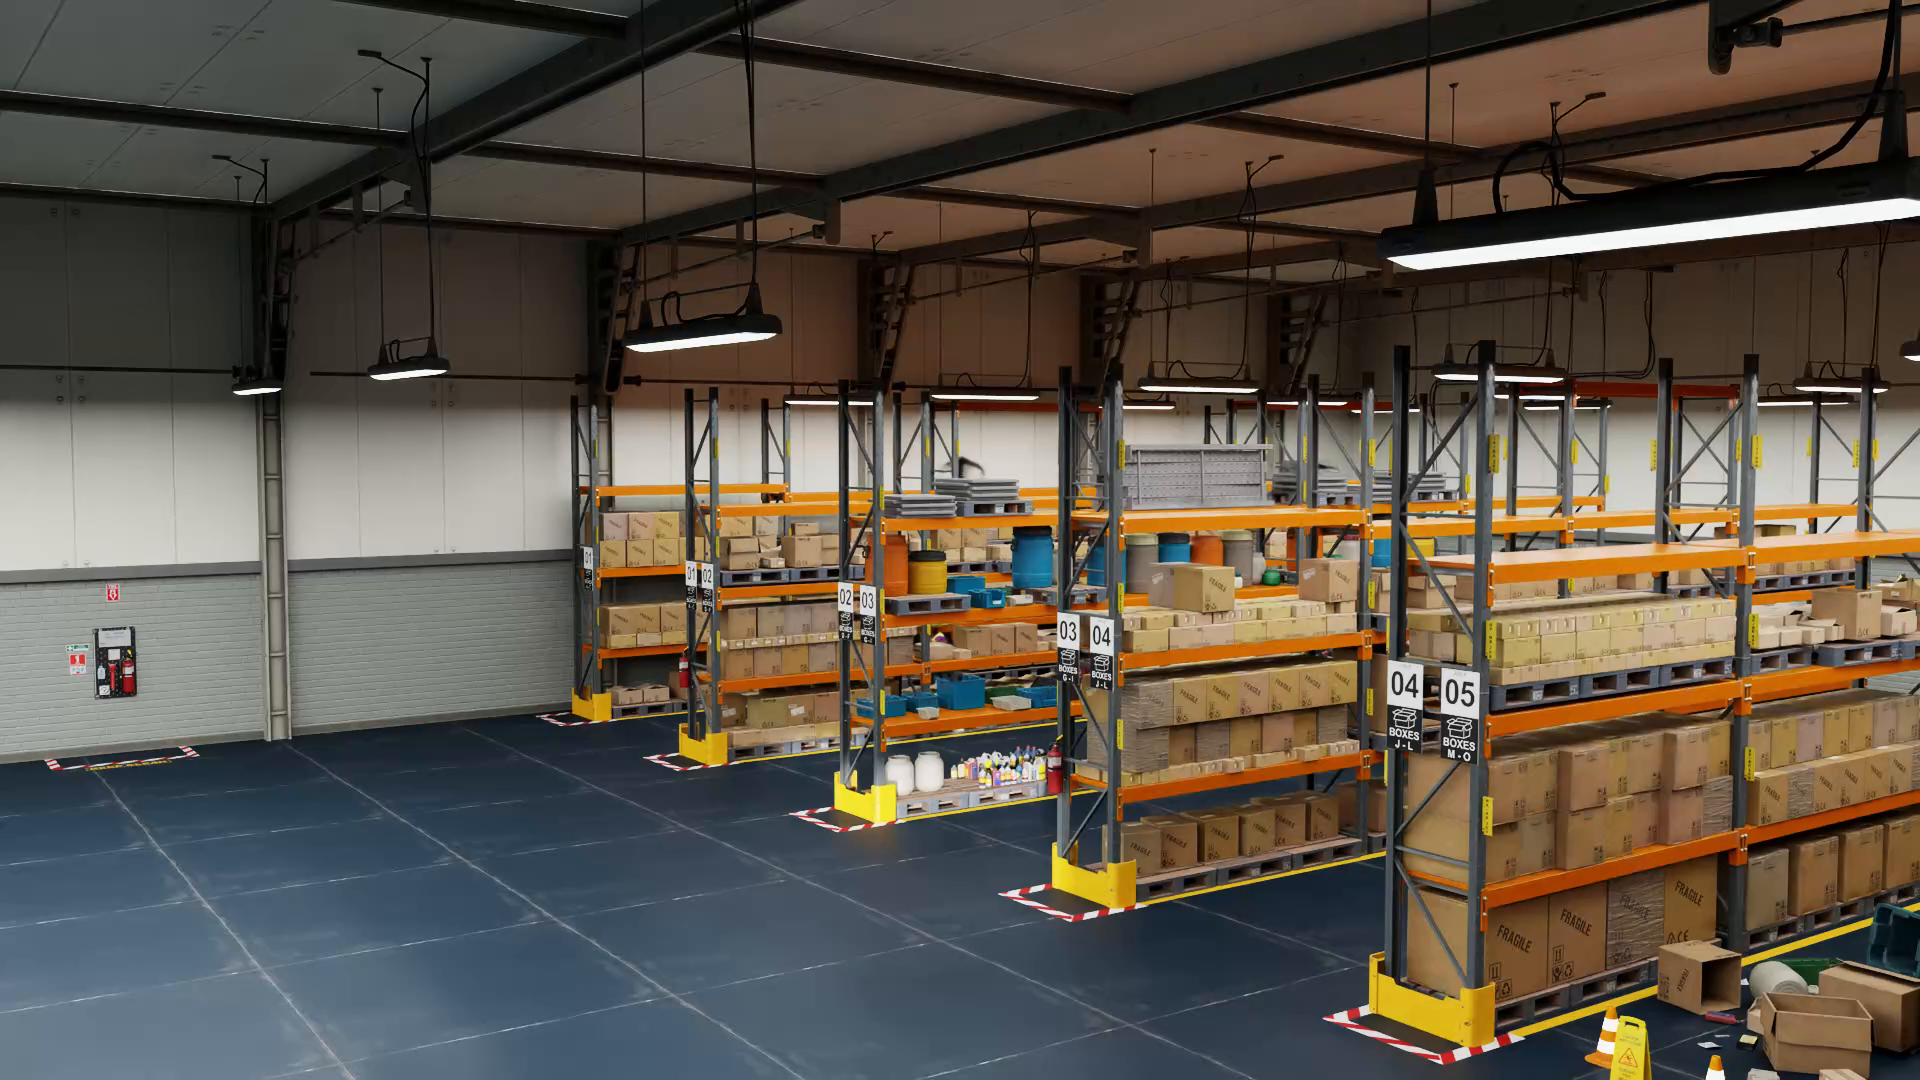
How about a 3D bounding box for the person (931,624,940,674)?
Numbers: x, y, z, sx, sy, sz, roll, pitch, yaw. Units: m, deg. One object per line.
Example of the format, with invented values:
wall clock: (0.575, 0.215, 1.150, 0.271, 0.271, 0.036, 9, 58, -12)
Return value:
person: (-0.518, 2.030, 32.139, 0.373, 1.045, 0.697, -1, 4, -22)
